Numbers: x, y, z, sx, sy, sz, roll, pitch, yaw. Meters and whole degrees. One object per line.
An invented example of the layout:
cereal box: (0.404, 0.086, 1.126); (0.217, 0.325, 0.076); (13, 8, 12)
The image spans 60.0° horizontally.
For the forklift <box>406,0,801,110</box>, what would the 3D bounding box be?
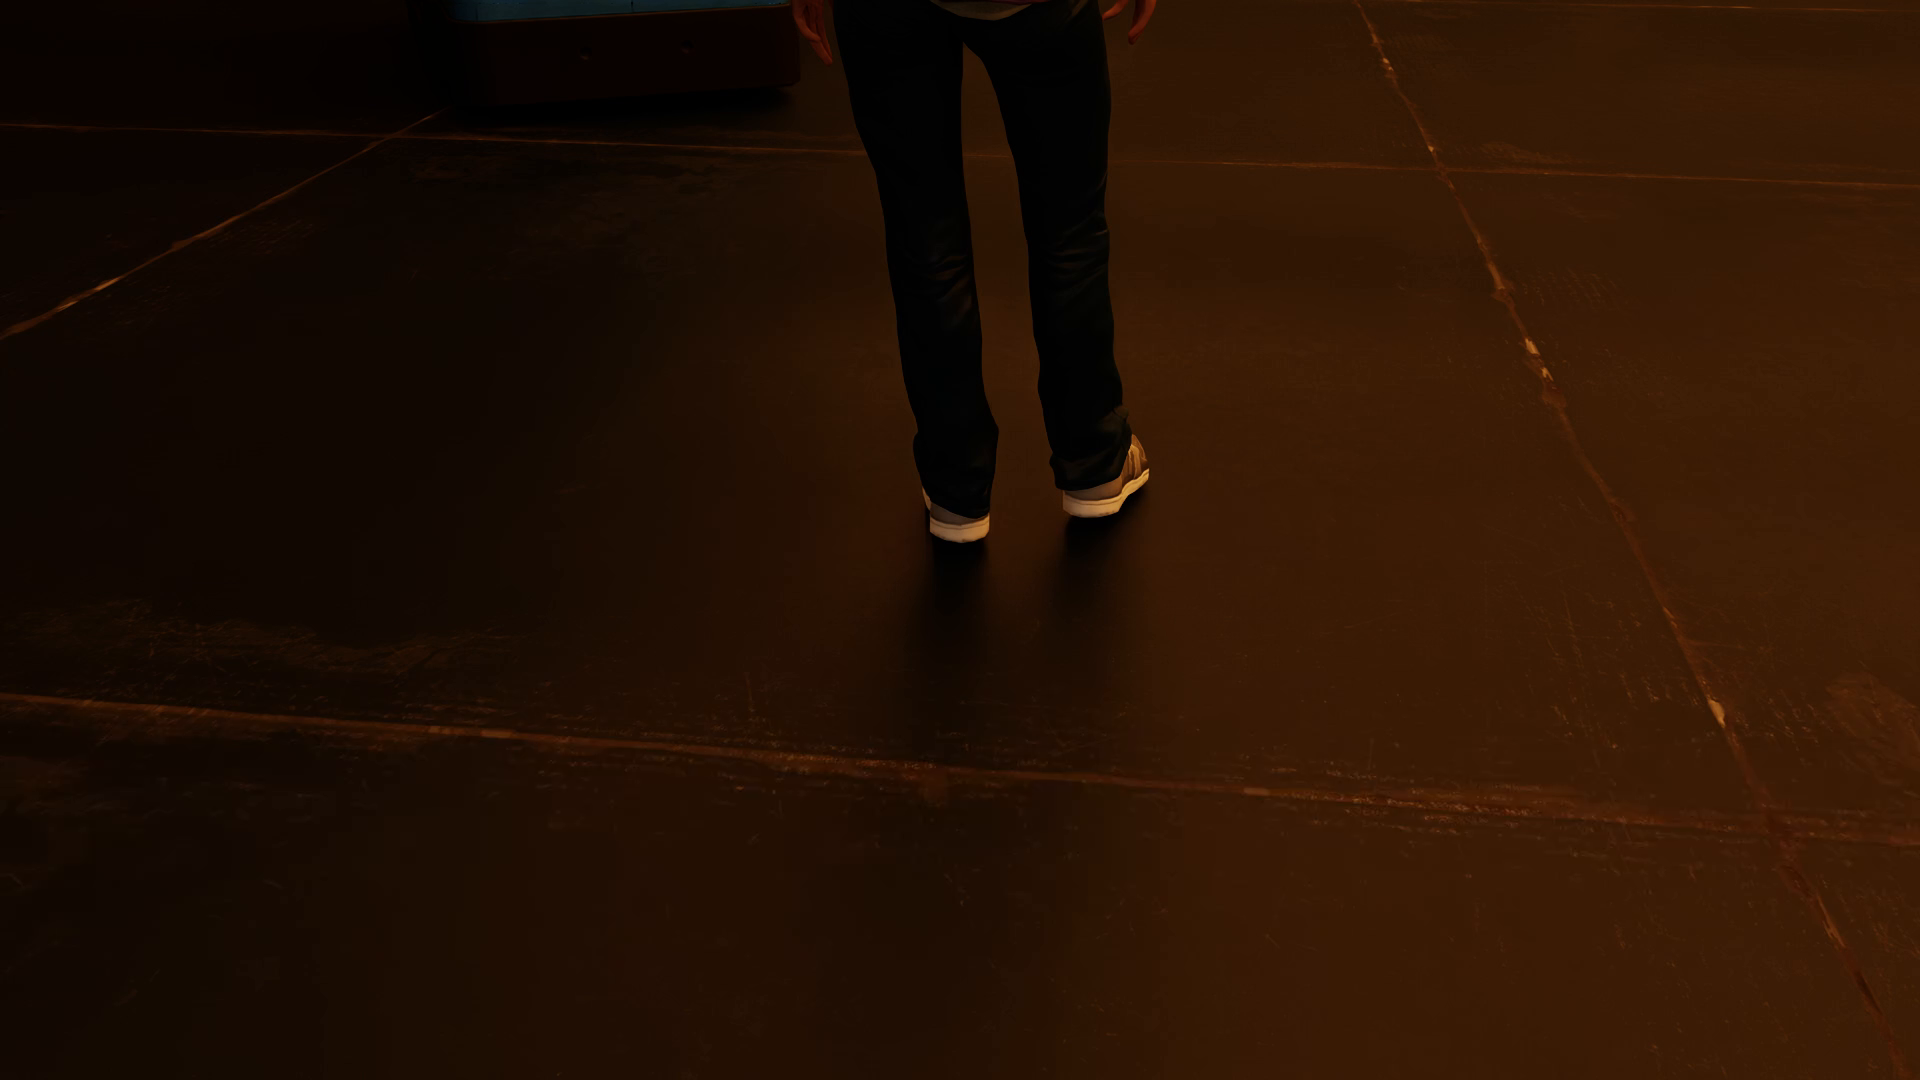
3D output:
forklift: (-1.487, -3.224, 5.679); (1.130, 2.935, 3.031); (-9, 28, -18)

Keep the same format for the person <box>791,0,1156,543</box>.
person: (0.024, -0.746, 2.207); (0.520, 1.582, 0.476); (3, 27, 7)
